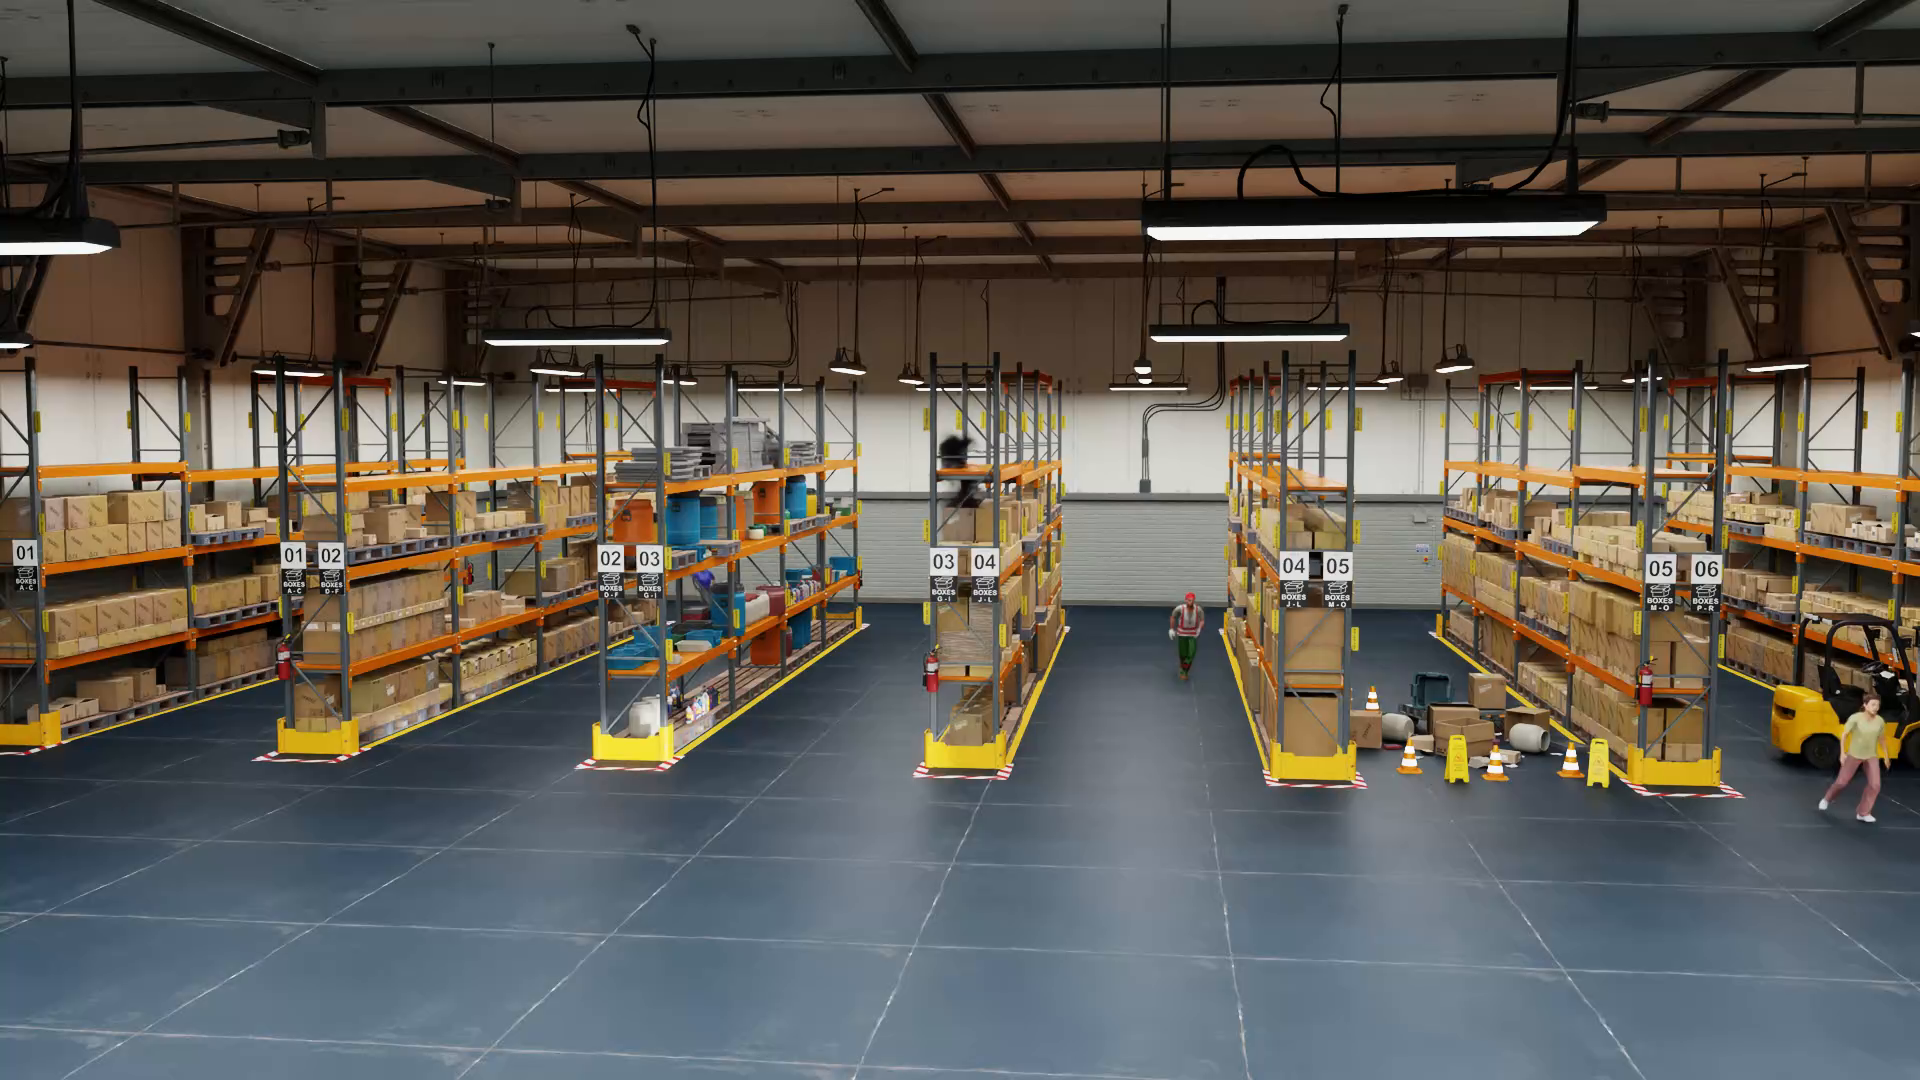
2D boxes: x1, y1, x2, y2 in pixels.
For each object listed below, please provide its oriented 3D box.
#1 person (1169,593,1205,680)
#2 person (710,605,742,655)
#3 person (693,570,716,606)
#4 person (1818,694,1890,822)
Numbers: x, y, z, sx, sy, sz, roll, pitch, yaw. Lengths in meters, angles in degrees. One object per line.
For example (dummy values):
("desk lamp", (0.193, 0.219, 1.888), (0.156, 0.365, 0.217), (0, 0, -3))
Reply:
("person", (4.427, 1.859, 32.405), (0.657, 1.715, 0.704), (-1, 4, -8))
("person", (-5.042, 1.675, 35.866), (0.688, 1.589, 0.918), (-1, 4, -9))
("person", (-6.344, 1.295, 41.411), (0.650, 1.564, 0.663), (-2, 5, -27))
("person", (11.318, 2.712, 21.009), (0.708, 1.608, 0.673), (1, 4, 7))
